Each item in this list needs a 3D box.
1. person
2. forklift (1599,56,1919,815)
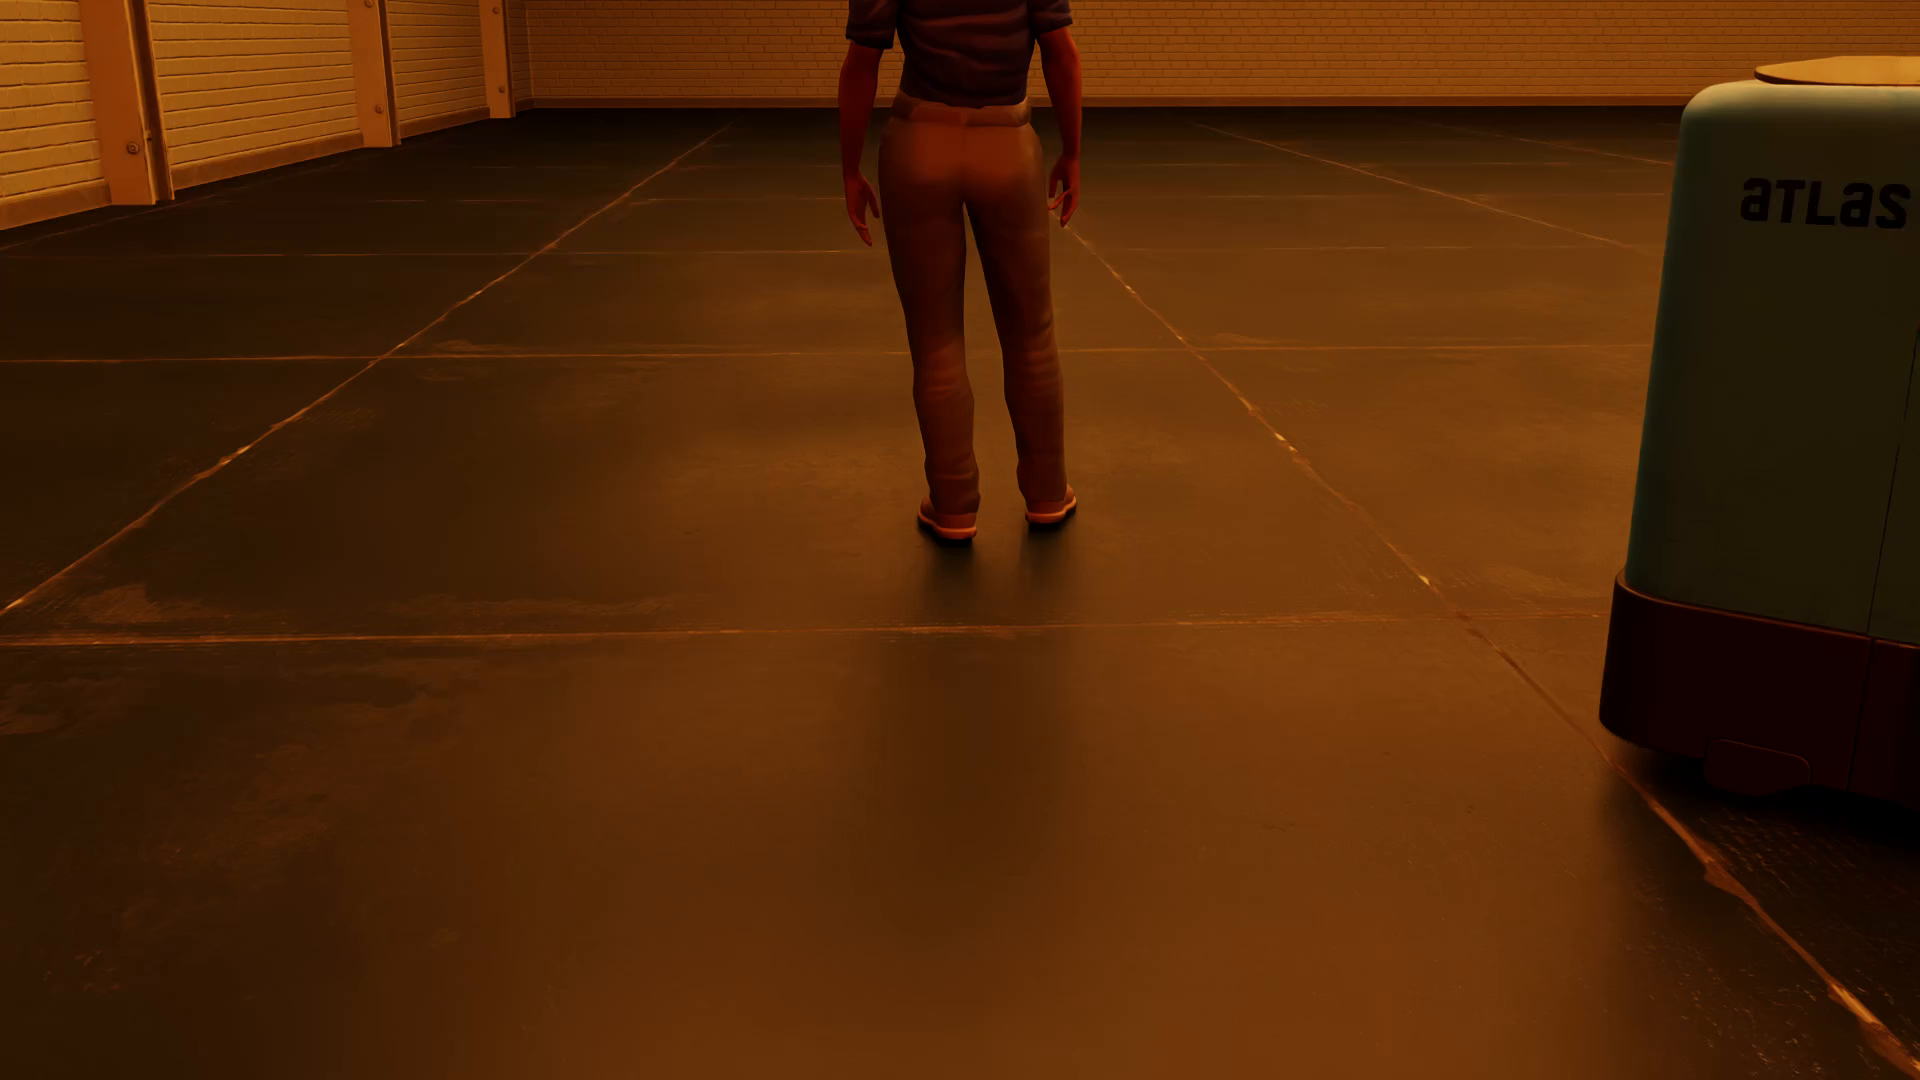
[{"bbox_3d":[0.015,-0.824,3.759,0.570,1.654,0.504,-1,17,-3],"label":"person"},{"bbox_3d":[2.540,-0.897,1.839,3.031,2.935,1.130,12,20,33],"label":"forklift"}]
